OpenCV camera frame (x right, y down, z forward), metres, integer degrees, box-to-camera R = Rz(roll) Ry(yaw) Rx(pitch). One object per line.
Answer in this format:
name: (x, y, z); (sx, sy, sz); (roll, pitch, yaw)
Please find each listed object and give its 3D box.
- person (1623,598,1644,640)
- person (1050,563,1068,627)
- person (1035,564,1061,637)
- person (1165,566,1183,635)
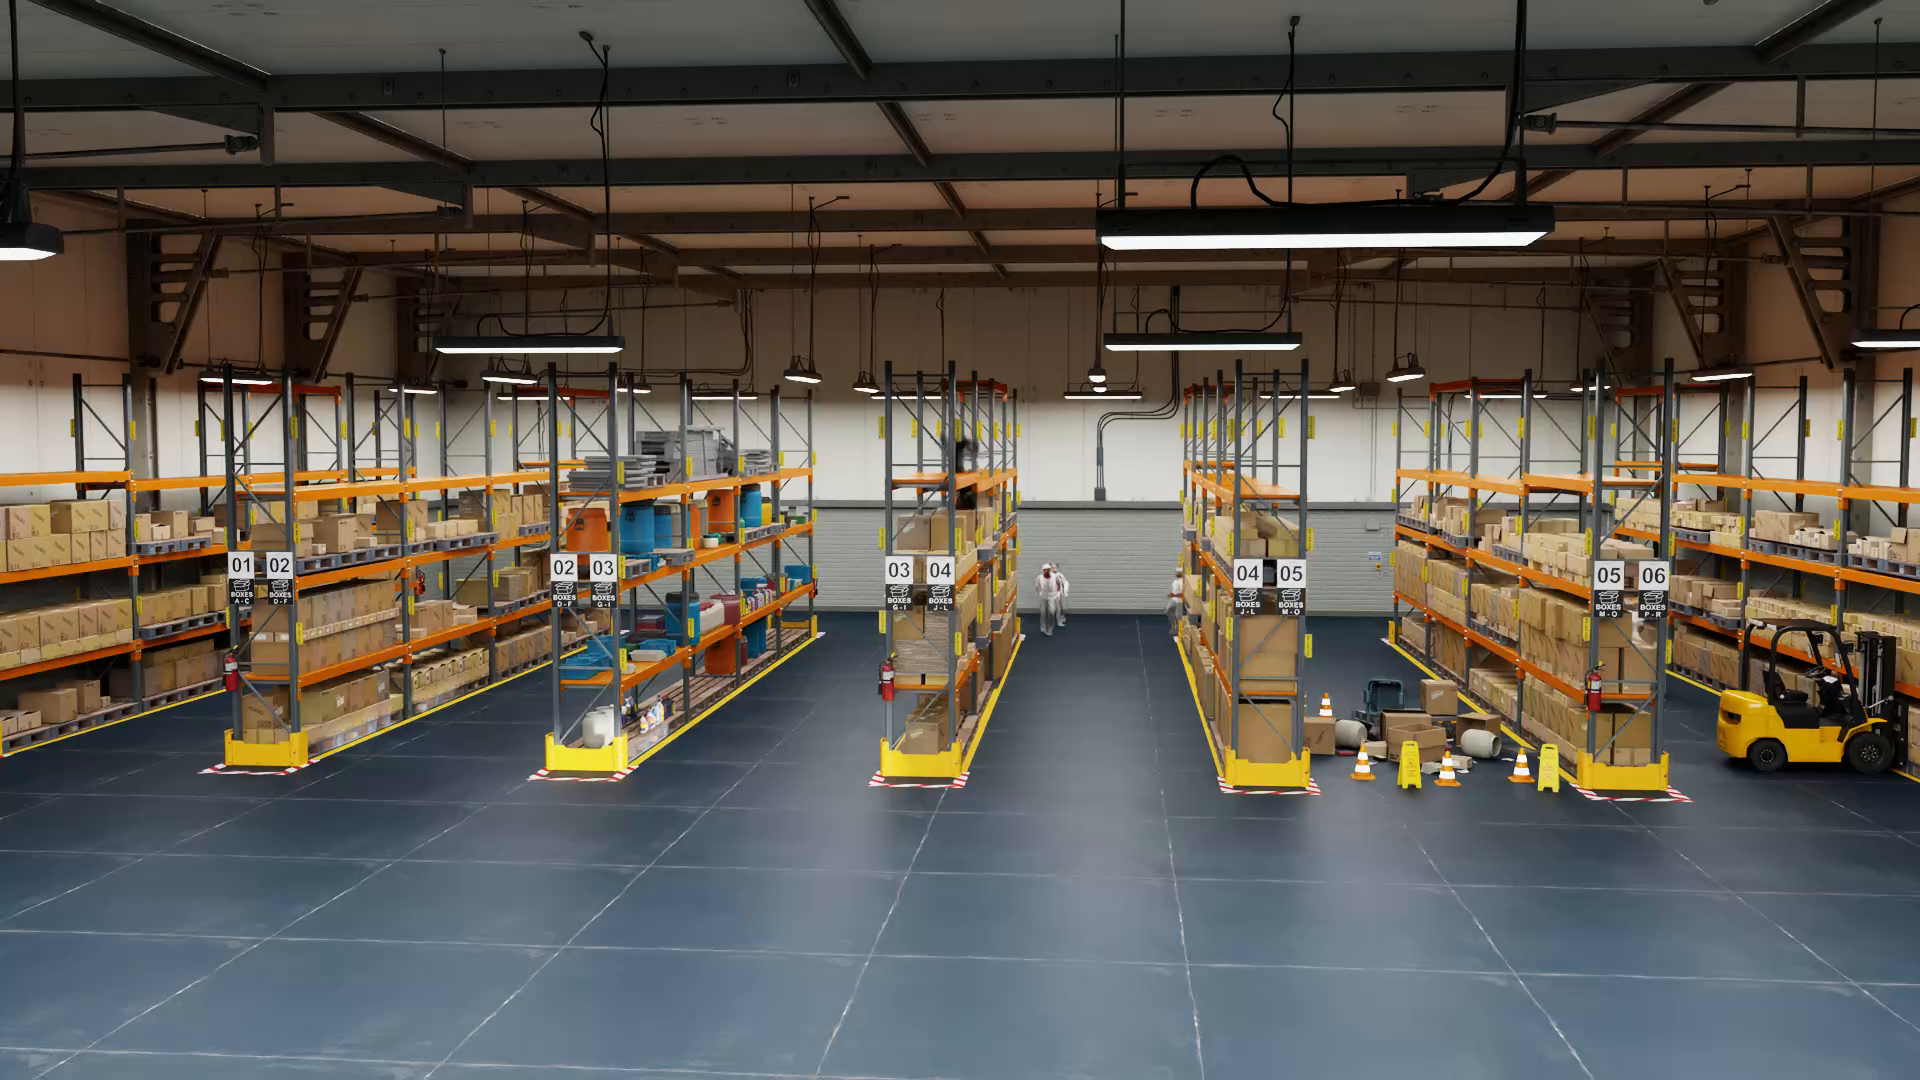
person: (13.126, 2.012, 32.580); (0.662, 1.724, 0.671); (-1, 4, -14)
person: (2.448, 1.392, 42.494); (0.664, 1.628, 0.518); (0, 4, -7)
person: (2.132, 1.465, 40.479); (0.622, 1.799, 0.821); (0, 4, 5)
person: (5.310, 1.484, 40.474); (0.670, 1.717, 0.724); (-1, 4, -14)
